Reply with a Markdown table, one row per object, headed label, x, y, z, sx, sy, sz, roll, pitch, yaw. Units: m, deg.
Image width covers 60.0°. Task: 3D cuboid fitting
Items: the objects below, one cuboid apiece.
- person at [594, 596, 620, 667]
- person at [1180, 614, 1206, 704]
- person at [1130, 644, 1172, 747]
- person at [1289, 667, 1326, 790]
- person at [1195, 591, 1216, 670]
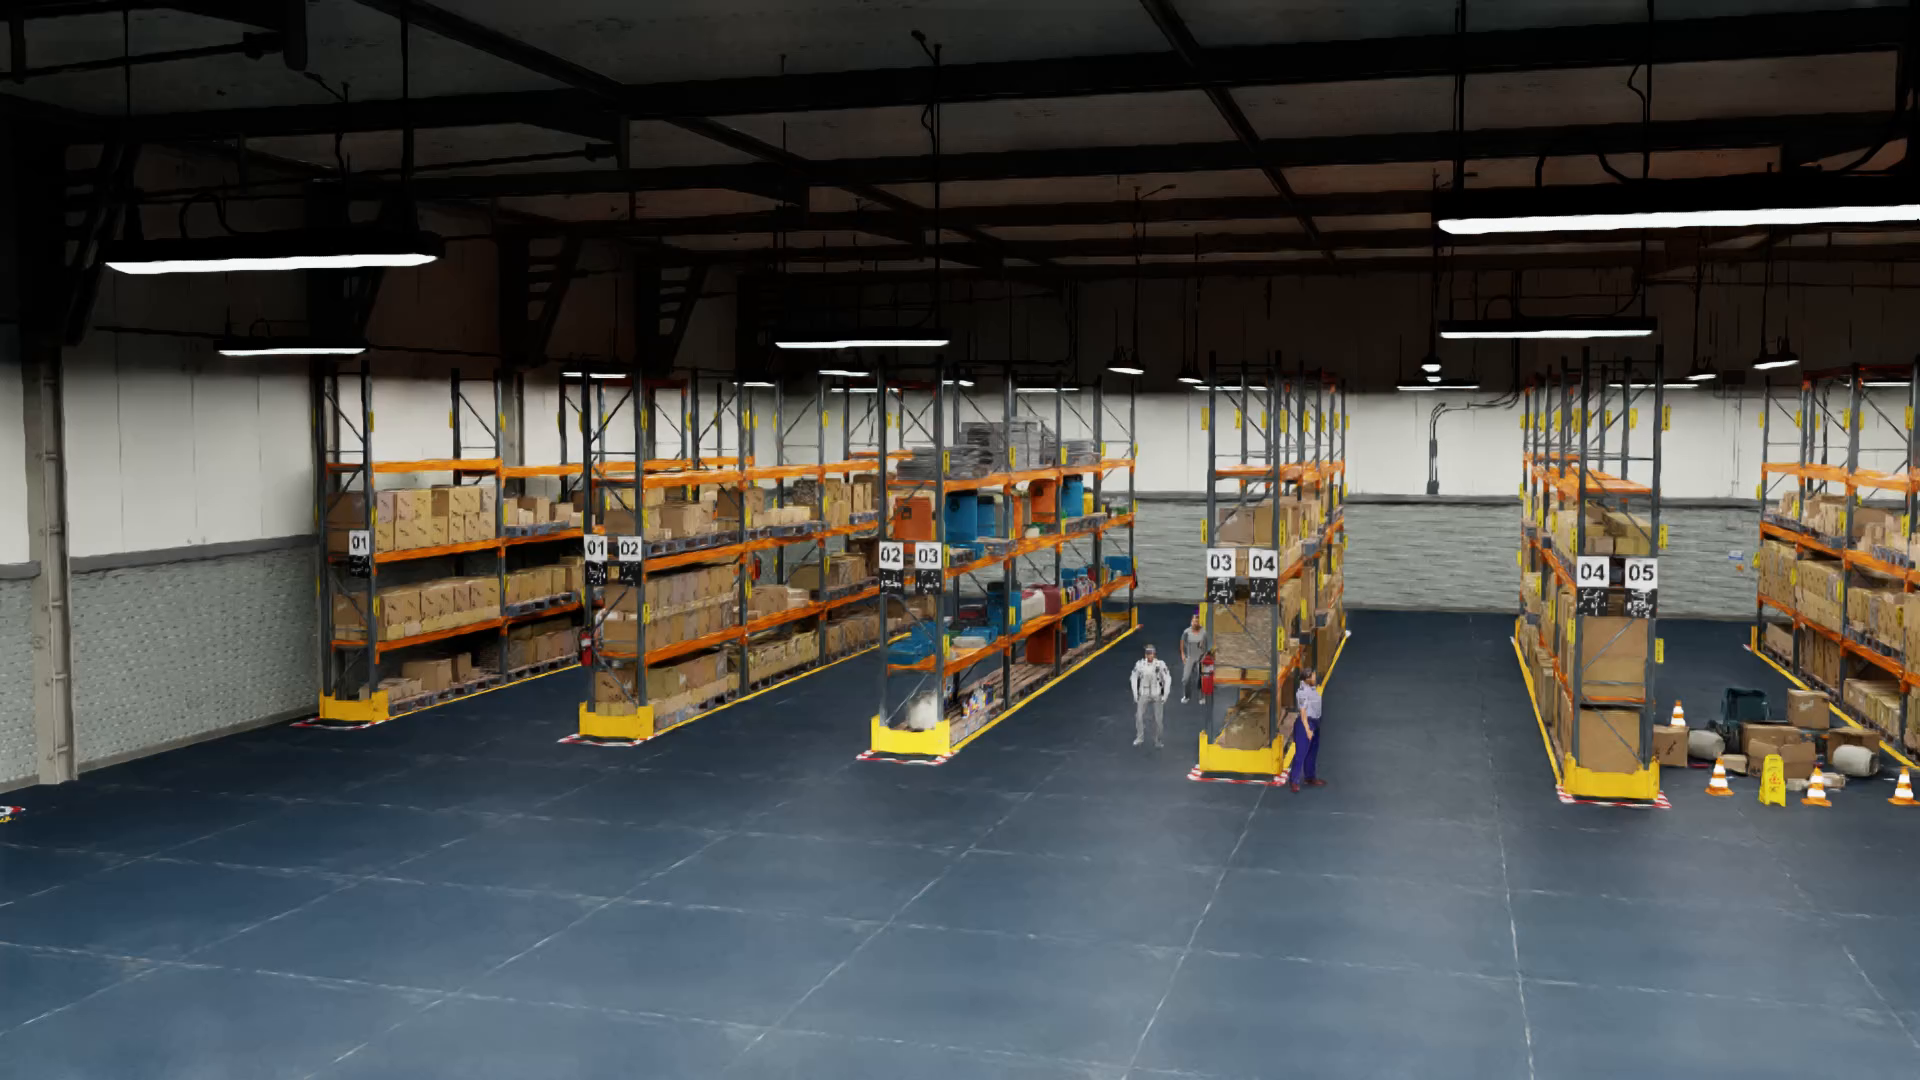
| label | x | y | z | sx | sy | sz | roll | pitch | yaw |
| --- | --- | --- | --- | --- | --- | --- | --- | --- | --- |
| person | -6.648 | 1.883 | 31.494 | 0.535 | 1.708 | 1.037 | 1 | 4 | 8 |
| person | 4.177 | 2.098 | 29.445 | 0.580 | 1.618 | 0.507 | 1 | 4 | 15 |
| person | 2.924 | 2.373 | 25.507 | 0.639 | 1.632 | 0.512 | 1 | 4 | 14 |
| person | 4.722 | 2.550 | 22.657 | 0.392 | 1.648 | 0.650 | 2 | 5 | 31 |
| person | 4.923 | 1.799 | 32.874 | 0.577 | 1.691 | 1.121 | 1 | 4 | 18 |
